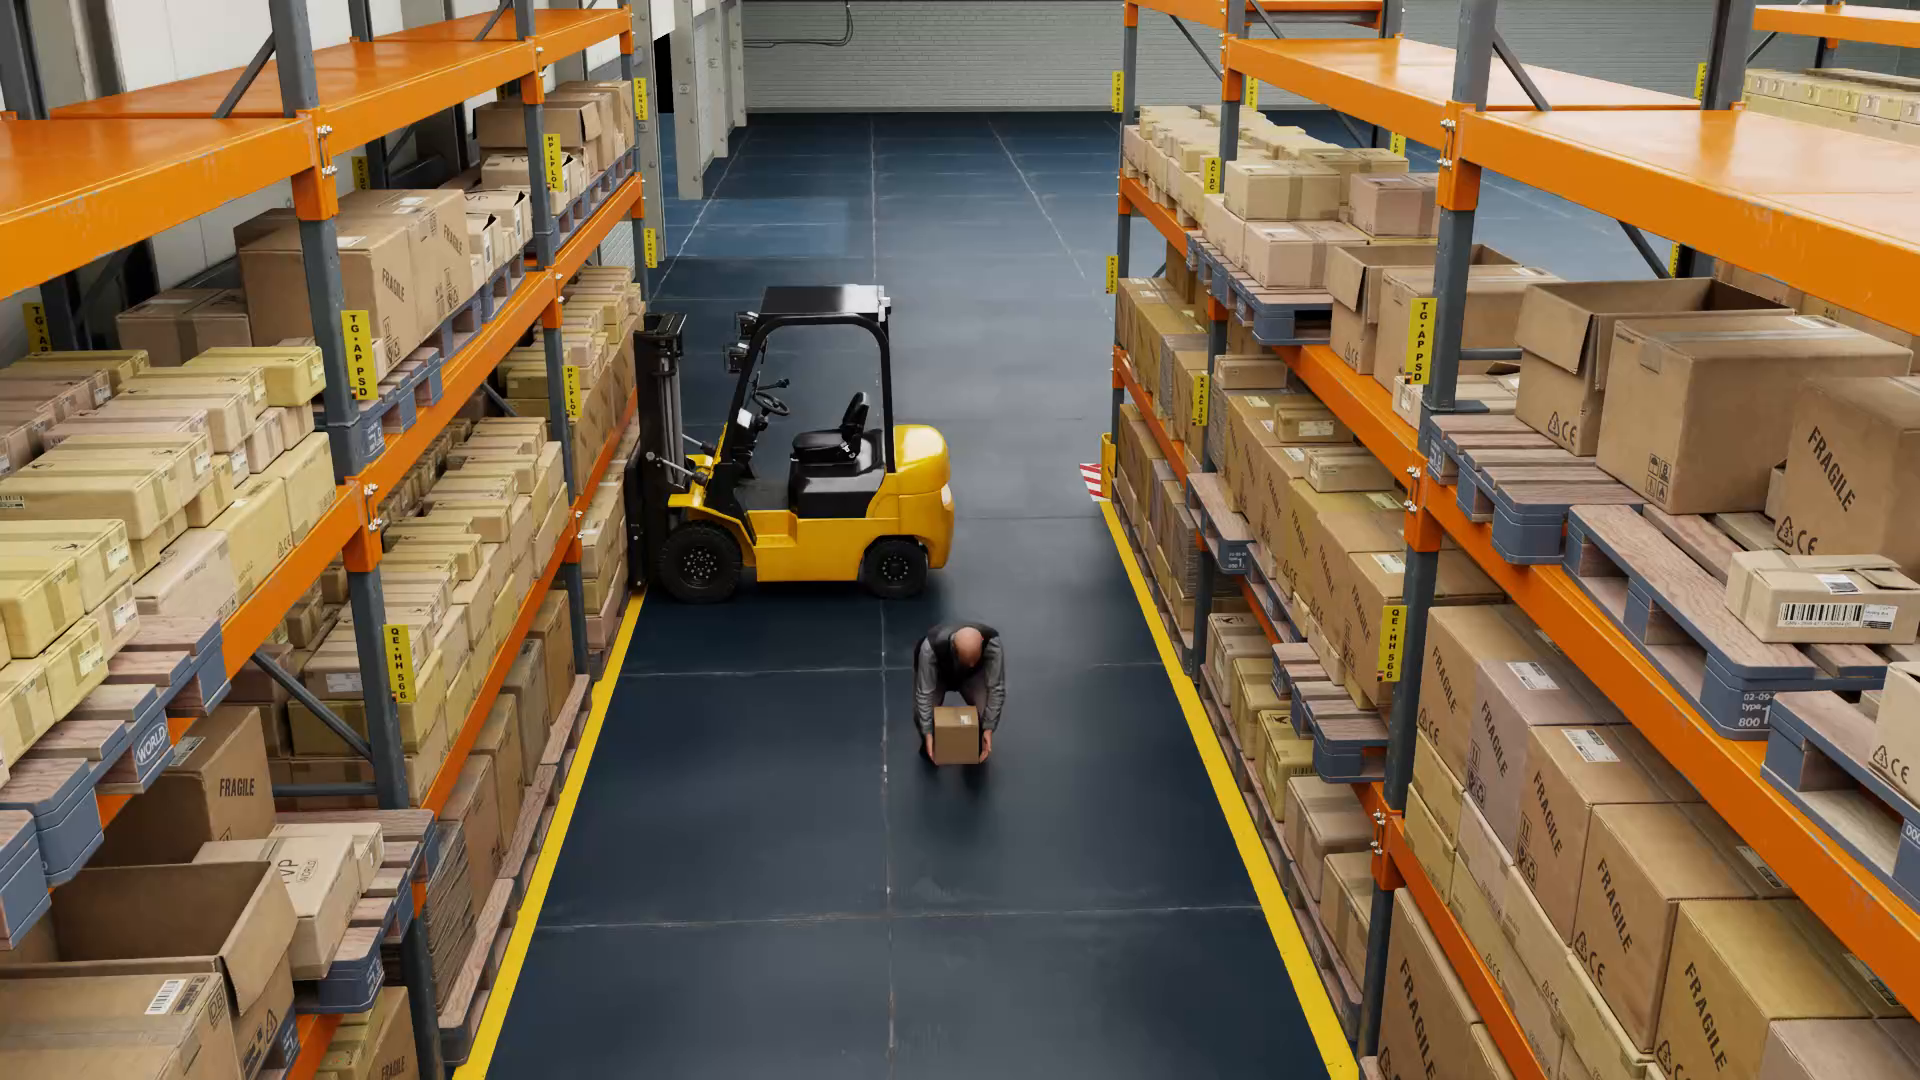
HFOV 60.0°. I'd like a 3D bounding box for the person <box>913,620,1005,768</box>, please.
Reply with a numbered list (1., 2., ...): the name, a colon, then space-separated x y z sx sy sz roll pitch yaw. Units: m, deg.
1. person: -0.014 0.858 9.871 0.538 0.977 0.867 -1 20 -3
